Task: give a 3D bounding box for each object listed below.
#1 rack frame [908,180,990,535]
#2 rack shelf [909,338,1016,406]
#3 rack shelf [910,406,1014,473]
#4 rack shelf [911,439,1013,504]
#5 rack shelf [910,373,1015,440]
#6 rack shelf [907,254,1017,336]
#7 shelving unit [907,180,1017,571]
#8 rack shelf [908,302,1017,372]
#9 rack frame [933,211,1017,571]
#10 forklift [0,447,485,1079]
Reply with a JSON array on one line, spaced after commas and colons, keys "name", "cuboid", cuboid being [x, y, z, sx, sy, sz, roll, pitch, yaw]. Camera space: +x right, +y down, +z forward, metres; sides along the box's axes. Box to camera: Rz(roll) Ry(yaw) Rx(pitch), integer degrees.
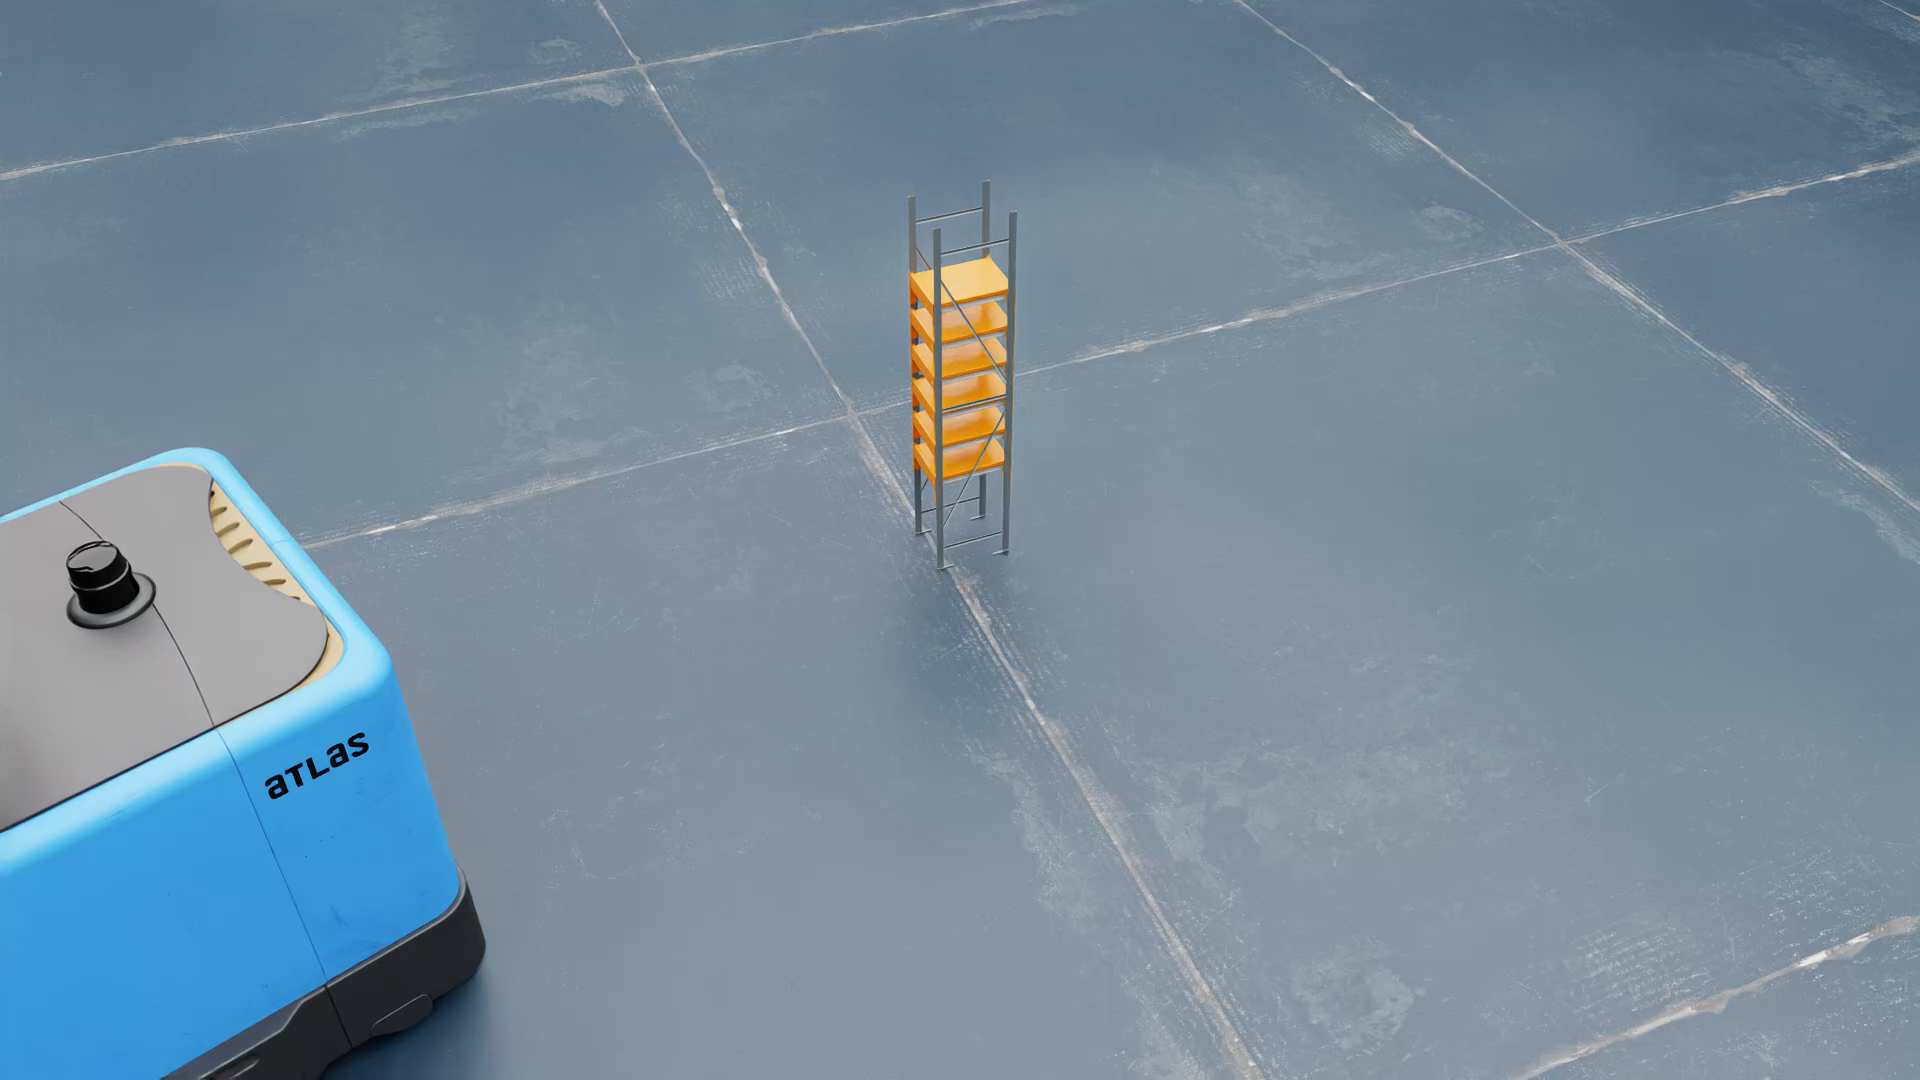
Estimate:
[{"name": "rack frame", "cuboid": [-0.029, -0.501, 4.913, 0.240, 1.200, 0.006, -15, 43, -17]}, {"name": "rack shelf", "cuboid": [0.006, -0.504, 4.799, 0.258, 0.103, 0.180, -15, 43, -17]}, {"name": "rack shelf", "cuboid": [0.006, -0.322, 4.956, 0.258, 0.103, 0.180, -15, 43, -17]}, {"name": "rack shelf", "cuboid": [0.006, -0.231, 5.034, 0.258, 0.103, 0.180, -15, 43, -17]}, {"name": "rack shelf", "cuboid": [0.006, -0.413, 4.878, 0.258, 0.103, 0.180, -15, 43, -17]}, {"name": "rack shelf", "cuboid": [0.006, -0.685, 4.643, 0.258, 0.103, 0.180, -15, 43, -17]}, {"name": "shelving unit", "cuboid": [0.006, -0.446, 4.849, 0.258, 1.200, 0.189, -15, 43, -17]}, {"name": "rack shelf", "cuboid": [0.006, -0.594, 4.721, 0.258, 0.103, 0.180, -15, 43, -17]}, {"name": "rack frame", "cuboid": [0.041, -0.391, 4.785, 0.240, 1.200, 0.006, -15, 43, -17]}, {"name": "forklift", "cuboid": [-2.590, 0.322, 2.627, 3.031, 2.935, 1.130, -29, 48, -29]}]
